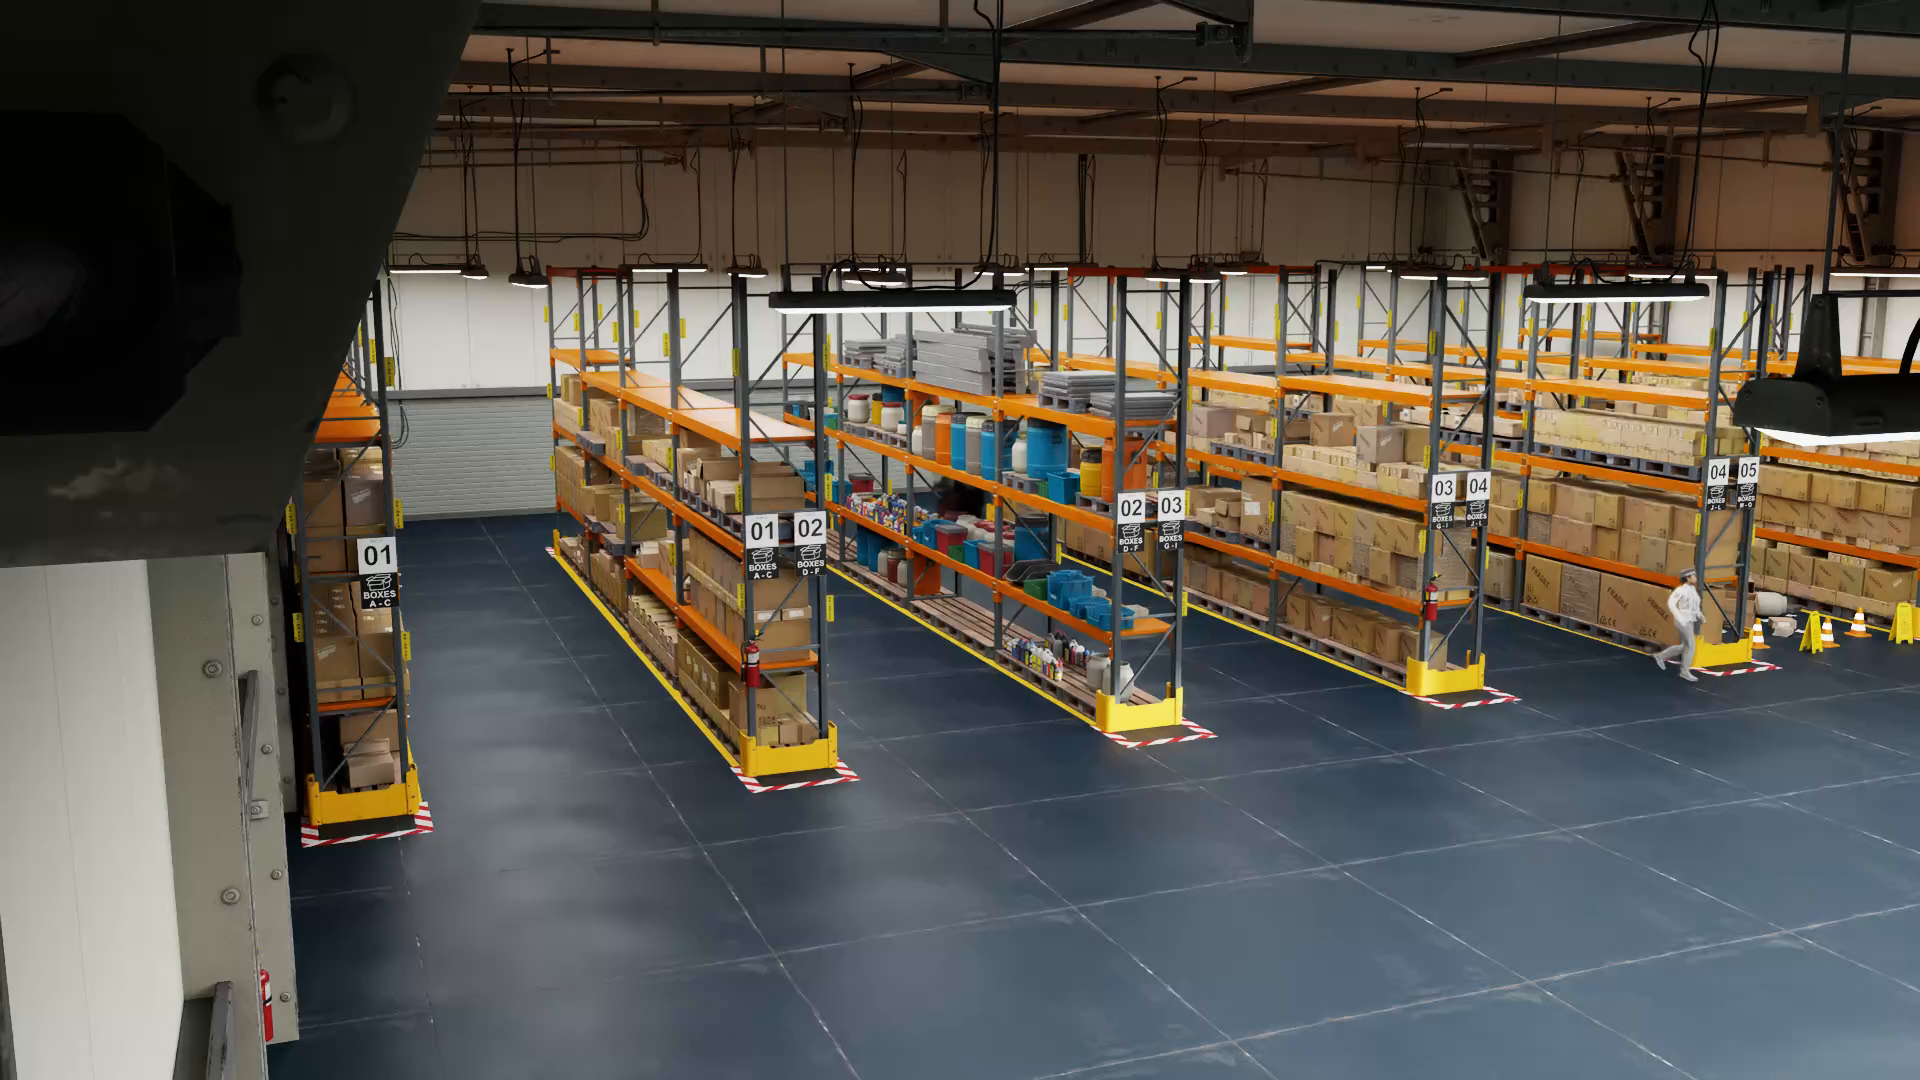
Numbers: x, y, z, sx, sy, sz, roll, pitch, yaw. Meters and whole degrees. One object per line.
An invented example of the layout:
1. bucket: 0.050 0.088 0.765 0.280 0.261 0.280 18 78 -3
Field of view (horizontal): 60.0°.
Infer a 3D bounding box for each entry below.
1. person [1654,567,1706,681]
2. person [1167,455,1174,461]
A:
1. person: 10.825 1.228 24.906 0.671 1.674 0.657 9 14 43
2. person: 4.834 -1.076 38.244 0.592 1.714 0.751 -3 10 -17
